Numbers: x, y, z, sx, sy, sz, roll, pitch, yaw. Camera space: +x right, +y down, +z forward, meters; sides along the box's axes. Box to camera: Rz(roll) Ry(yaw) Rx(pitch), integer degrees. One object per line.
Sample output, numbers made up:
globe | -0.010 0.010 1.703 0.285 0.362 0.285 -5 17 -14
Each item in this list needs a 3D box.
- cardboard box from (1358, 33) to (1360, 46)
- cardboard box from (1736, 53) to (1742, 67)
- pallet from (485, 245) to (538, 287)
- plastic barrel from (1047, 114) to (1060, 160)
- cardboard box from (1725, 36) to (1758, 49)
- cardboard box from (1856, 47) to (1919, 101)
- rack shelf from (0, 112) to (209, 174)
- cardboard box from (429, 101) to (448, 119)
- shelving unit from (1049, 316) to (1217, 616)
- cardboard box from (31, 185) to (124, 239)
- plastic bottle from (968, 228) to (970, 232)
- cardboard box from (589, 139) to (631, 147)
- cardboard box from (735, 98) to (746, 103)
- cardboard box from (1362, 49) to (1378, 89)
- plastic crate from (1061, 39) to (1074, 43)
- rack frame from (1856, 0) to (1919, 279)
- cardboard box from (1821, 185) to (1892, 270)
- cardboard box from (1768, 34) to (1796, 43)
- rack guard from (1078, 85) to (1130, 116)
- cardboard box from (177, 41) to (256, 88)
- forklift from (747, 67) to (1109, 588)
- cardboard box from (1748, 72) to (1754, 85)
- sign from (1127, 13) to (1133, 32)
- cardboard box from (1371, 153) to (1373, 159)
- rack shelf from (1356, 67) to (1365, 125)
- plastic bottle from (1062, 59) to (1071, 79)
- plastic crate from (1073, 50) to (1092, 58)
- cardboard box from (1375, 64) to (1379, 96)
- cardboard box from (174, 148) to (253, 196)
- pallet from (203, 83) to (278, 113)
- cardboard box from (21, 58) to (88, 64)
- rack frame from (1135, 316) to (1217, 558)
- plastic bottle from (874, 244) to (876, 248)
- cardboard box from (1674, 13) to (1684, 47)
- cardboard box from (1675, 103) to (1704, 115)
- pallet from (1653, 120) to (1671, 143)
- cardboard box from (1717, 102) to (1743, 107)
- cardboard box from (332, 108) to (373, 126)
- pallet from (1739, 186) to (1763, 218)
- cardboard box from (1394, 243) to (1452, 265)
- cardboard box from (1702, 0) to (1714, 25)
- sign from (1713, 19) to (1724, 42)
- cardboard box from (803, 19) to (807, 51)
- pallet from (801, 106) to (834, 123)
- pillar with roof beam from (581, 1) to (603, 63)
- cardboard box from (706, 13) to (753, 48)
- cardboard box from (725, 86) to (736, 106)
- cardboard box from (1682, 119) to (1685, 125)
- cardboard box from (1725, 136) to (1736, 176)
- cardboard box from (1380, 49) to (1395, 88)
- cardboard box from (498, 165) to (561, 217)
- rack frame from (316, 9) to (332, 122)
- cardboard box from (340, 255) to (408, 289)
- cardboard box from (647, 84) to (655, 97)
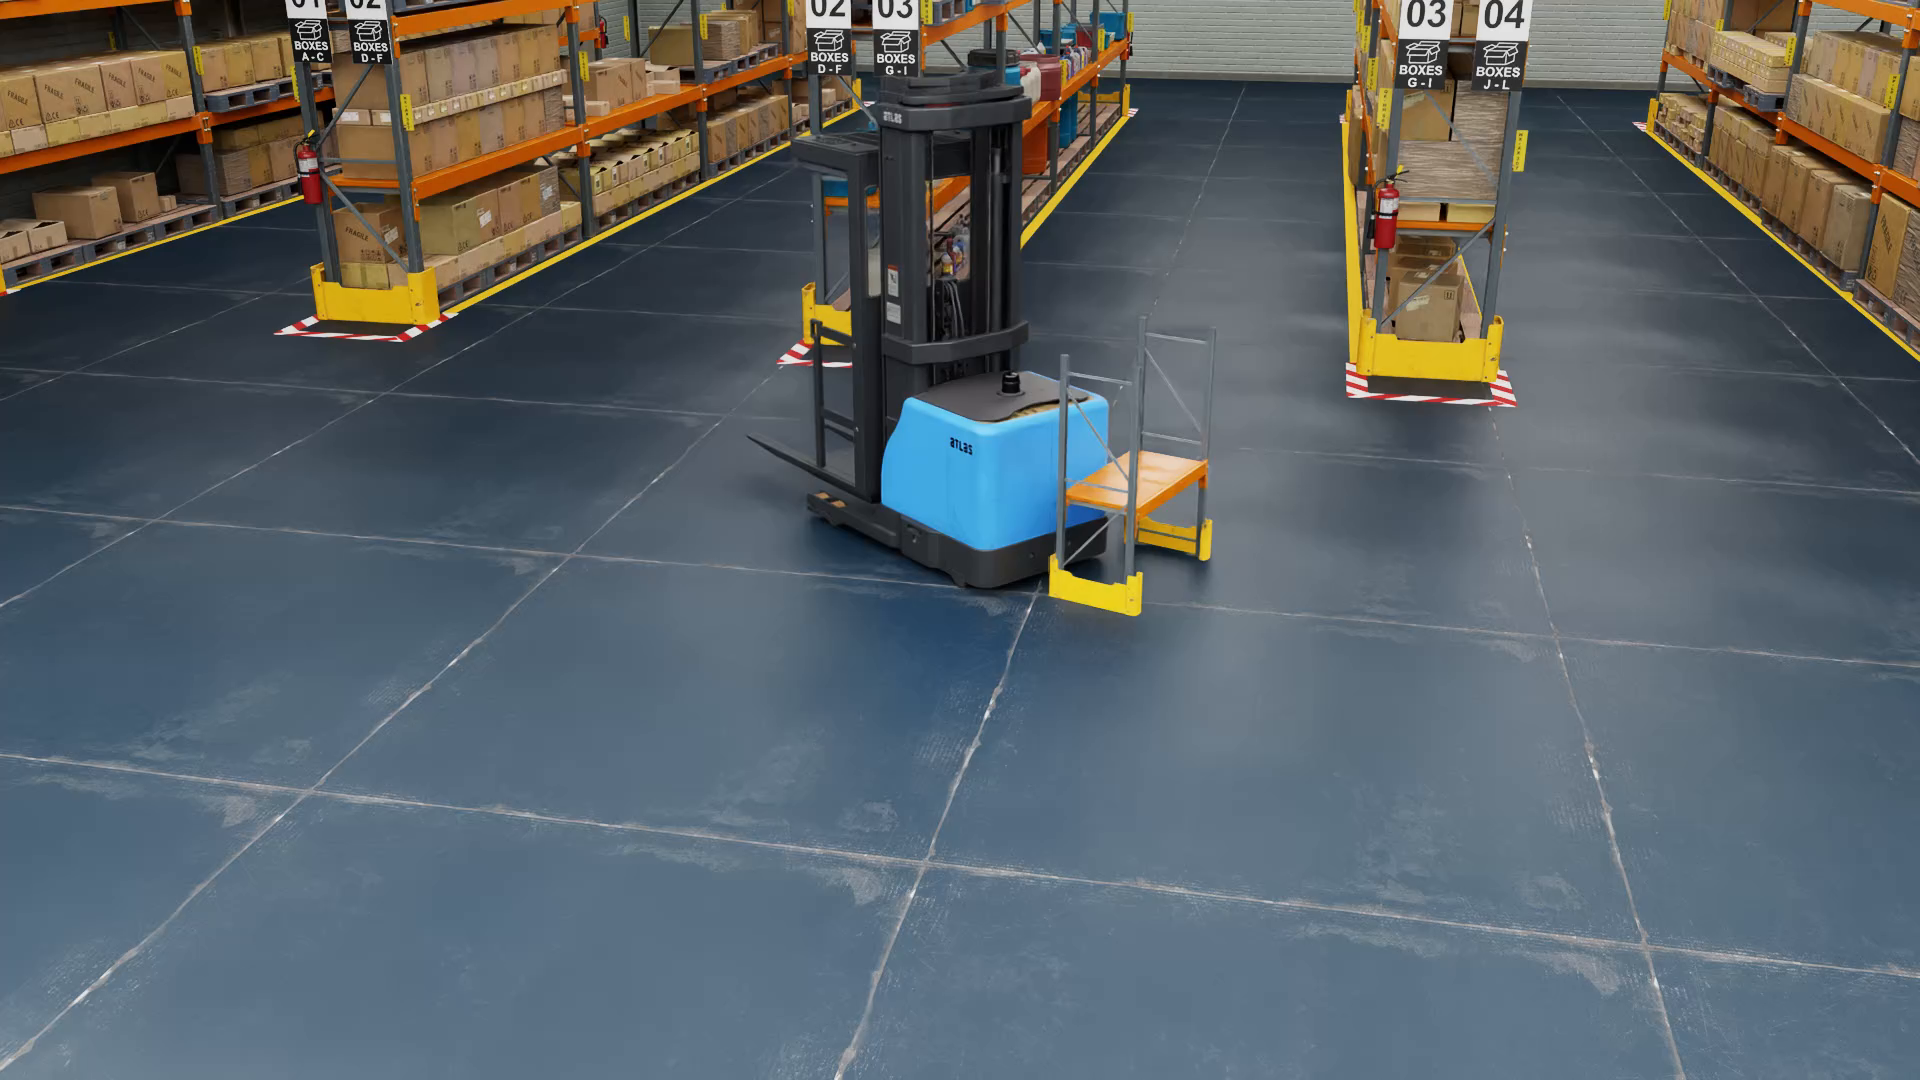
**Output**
cardboard box | 6.624 -8.013 26.537 0.500 0.250 0.500 4 22 10
cardboard box | 10.464 -6.322 21.912 0.380 0.149 0.250 4 22 10
pallet | -5.302 -3.004 18.030 1.003 0.211 1.213 4 22 11
plastic barrel | 1.126 -5.786 23.871 0.600 0.588 0.708 4 22 11
cardboard box | 10.622 -6.745 22.564 0.380 0.149 0.250 4 22 10
cardboard box | 9.982 -4.926 17.598 0.700 0.500 0.500 5 22 11
rack shelf | -10.111 -4.344 18.587 1.077 0.370 4.000 4 22 11
cardboard box | -5.274 -4.232 16.344 0.380 0.149 0.250 5 22 11
shelving unit | 1.064 -0.474 10.023 0.587 1.500 1.083 13 25 29
cardboard box | -9.975 -3.710 18.807 0.700 0.500 0.500 3 22 8
plastic bottle | 0.115 -3.207 17.849 0.061 0.283 0.133 6 23 14
cardboard box | -4.636 -5.127 21.936 0.500 0.311 0.500 4 22 9
cardboard box | -3.655 -6.649 26.104 0.500 0.500 0.500 5 22 12
cardboard box | 5.729 -6.357 22.489 0.500 0.500 0.500 4 22 9
plastic crate | 1.689 -8.145 27.334 0.293 0.136 0.466 4 22 11
rack frame | 9.680 -3.861 16.425 1.000 3.000 0.127 4 22 11
cardboard box | 9.718 -3.246 17.348 1.050 0.750 0.750 4 22 11
cardboard box | 11.367 -6.881 22.902 0.380 0.149 0.250 4 22 9
rack guard | 2.437 -7.893 29.782 1.175 0.500 0.348 4 22 11
cardboard box | -9.444 -6.047 21.130 0.700 0.500 0.500 7 23 16
forklift | -0.374 -1.555 10.790 1.130 2.935 3.031 -16 27 -35
cardboard box | 10.306 -5.893 21.246 0.380 0.149 0.250 4 22 10
sign | 2.986 -9.082 29.171 0.100 0.325 0.005 4 22 11
cardboard box | 4.443 -4.014 17.140 0.380 0.149 0.250 4 22 11
rack shelf | 6.069 -6.137 23.039 1.077 0.370 4.000 4 22 11
plastic bottle | 1.500 -6.700 23.640 0.152 0.276 0.135 4 22 11
plastic crate | 1.863 -7.644 26.092 0.396 0.136 0.243 4 22 11
cardboard box | 5.108 -5.160 18.950 0.797 0.503 0.637 7 23 16
cardboard box | -9.569 -4.724 21.325 0.700 0.500 0.500 5 23 13
pallet | -9.404 -5.588 20.971 1.003 0.211 1.213 4 22 11
cardboard box | -10.219 -5.170 18.845 0.500 0.500 0.500 5 22 12
rack frame | 1.328 -0.632 10.416 0.500 1.500 0.032 13 25 29
plastic bottle | -0.869 -2.884 17.047 0.061 0.283 0.133 5 22 12
cardboard box | 11.682 -8.093 26.402 0.500 0.500 0.500 5 22 11
cardboard box | 11.440 -6.750 26.055 0.380 0.149 0.250 5 22 12
pallet | 11.912 -6.634 27.043 1.003 0.211 1.213 4 22 11
cardboard box | 12.117 -6.801 26.183 0.380 0.149 0.250 5 23 13
cardboard box | -5.777 -4.071 15.945 0.380 0.149 0.250 4 22 10
pallet | 10.657 -4.316 21.288 1.003 0.211 1.213 4 22 11
cardboard box | 4.407 -2.524 15.890 0.500 0.500 0.500 7 23 16
cardboard box | 11.244 -7.817 24.378 0.500 0.500 0.500 4 22 9
sign | 10.779 -7.227 23.624 0.100 0.325 0.005 4 22 11
cardboard box | -2.748 -8.358 27.457 0.500 0.500 0.500 5 22 12
pallet | -2.832 -7.363 28.855 1.003 0.211 1.213 4 22 11
pillar with roof beam | -3.335 -13.306 31.846 9.100 9.000 0.400 4 22 11
cardboard box | -3.614 -7.787 25.478 0.700 0.500 0.500 8 23 19
cardboard box | -3.761 -6.827 25.543 0.500 0.250 0.500 5 22 11
cardboard box | 11.561 -6.604 26.091 0.380 0.149 0.250 6 23 14
cardboard box | 10.702 -5.186 22.499 0.500 0.500 0.500 5 22 12
cardboard box | 4.301 -4.413 15.926 0.500 0.500 0.500 4 22 11
cardboard box | -4.846 -3.932 18.715 0.500 0.500 0.500 4 22 11
rack frame | -8.886 -6.872 23.901 1.000 3.000 0.127 4 22 11
cardboard box | -5.848 -2.708 16.680 0.500 0.250 0.500 4 22 11
cardboard box | -4.241 -5.908 21.845 0.380 0.149 0.250 6 23 15
